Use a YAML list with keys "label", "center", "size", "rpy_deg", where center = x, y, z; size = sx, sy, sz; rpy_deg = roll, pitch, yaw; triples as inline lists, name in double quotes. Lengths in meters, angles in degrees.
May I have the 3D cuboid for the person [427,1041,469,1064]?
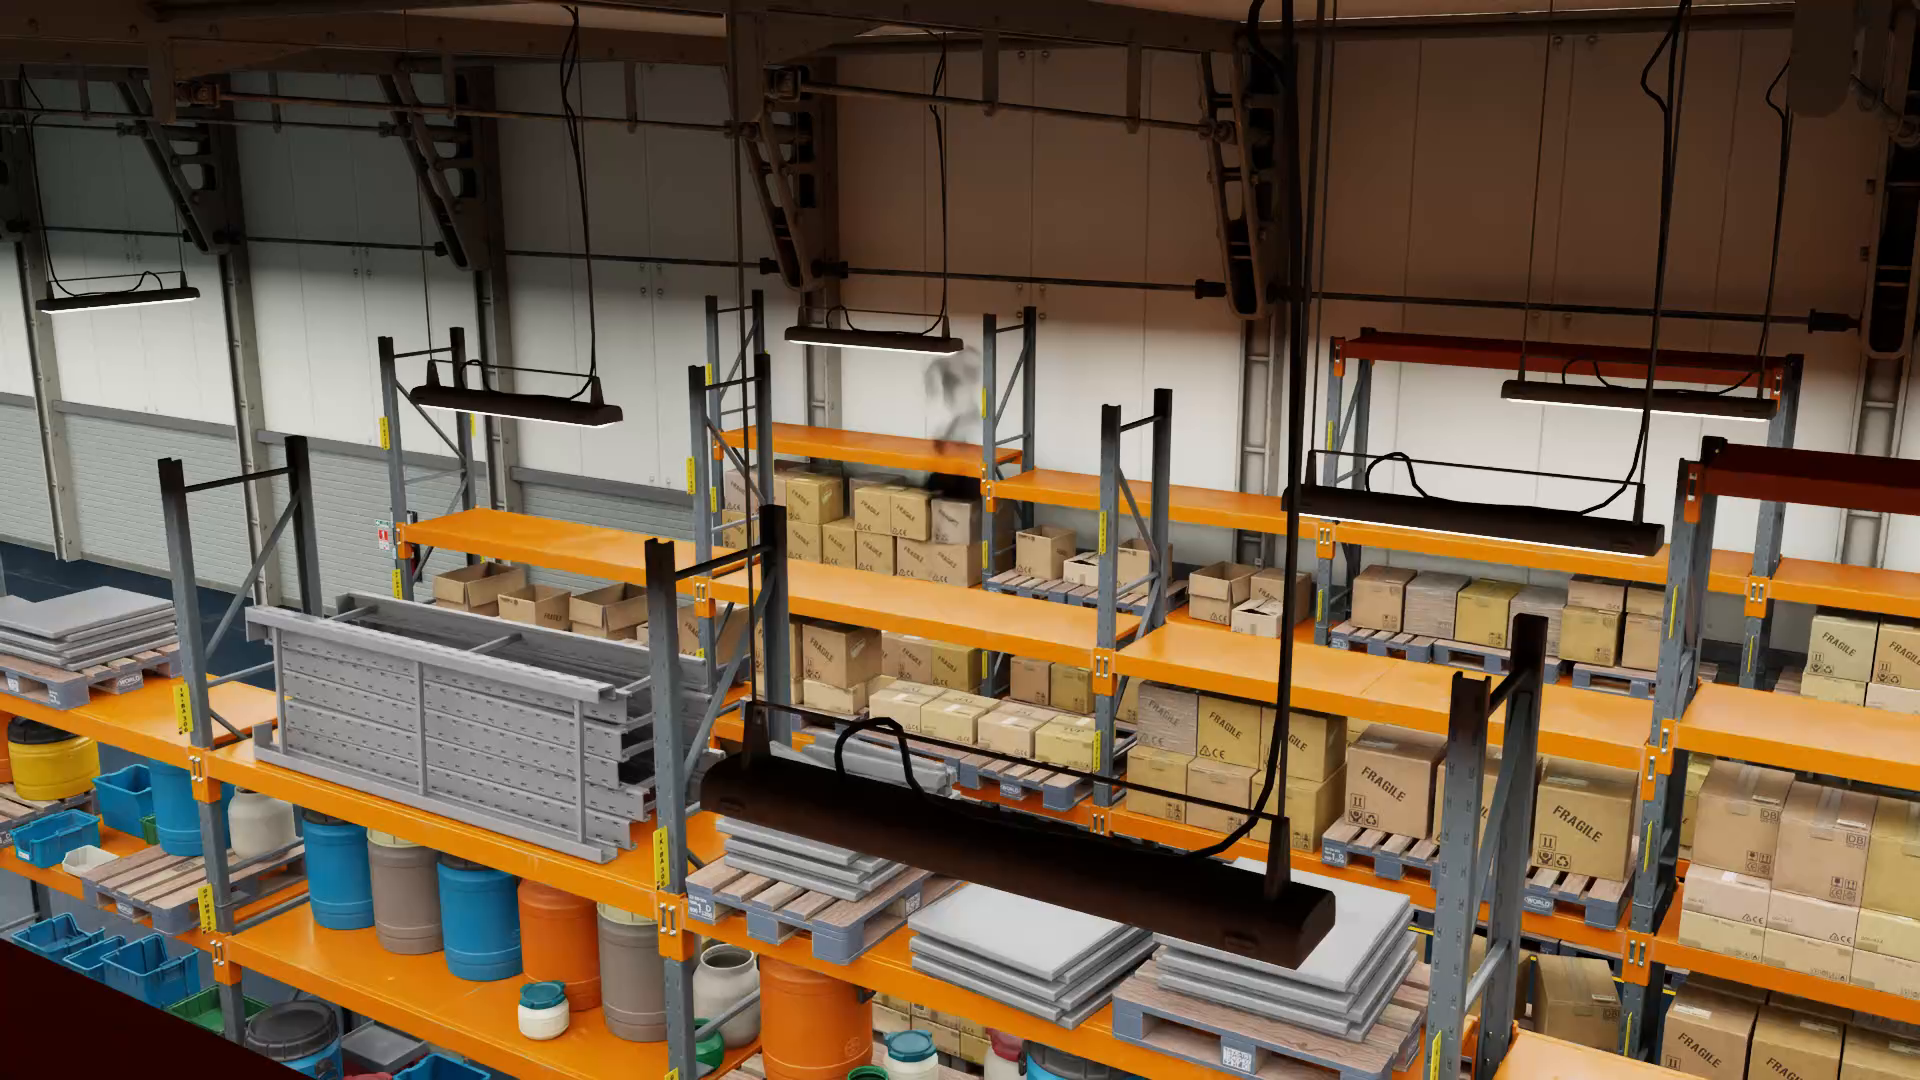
- label: "person"
  center: [-3.991, 4.215, 13.026]
  size: [0.743, 1.589, 0.626]
  rpy_deg: [-7, 15, -25]
